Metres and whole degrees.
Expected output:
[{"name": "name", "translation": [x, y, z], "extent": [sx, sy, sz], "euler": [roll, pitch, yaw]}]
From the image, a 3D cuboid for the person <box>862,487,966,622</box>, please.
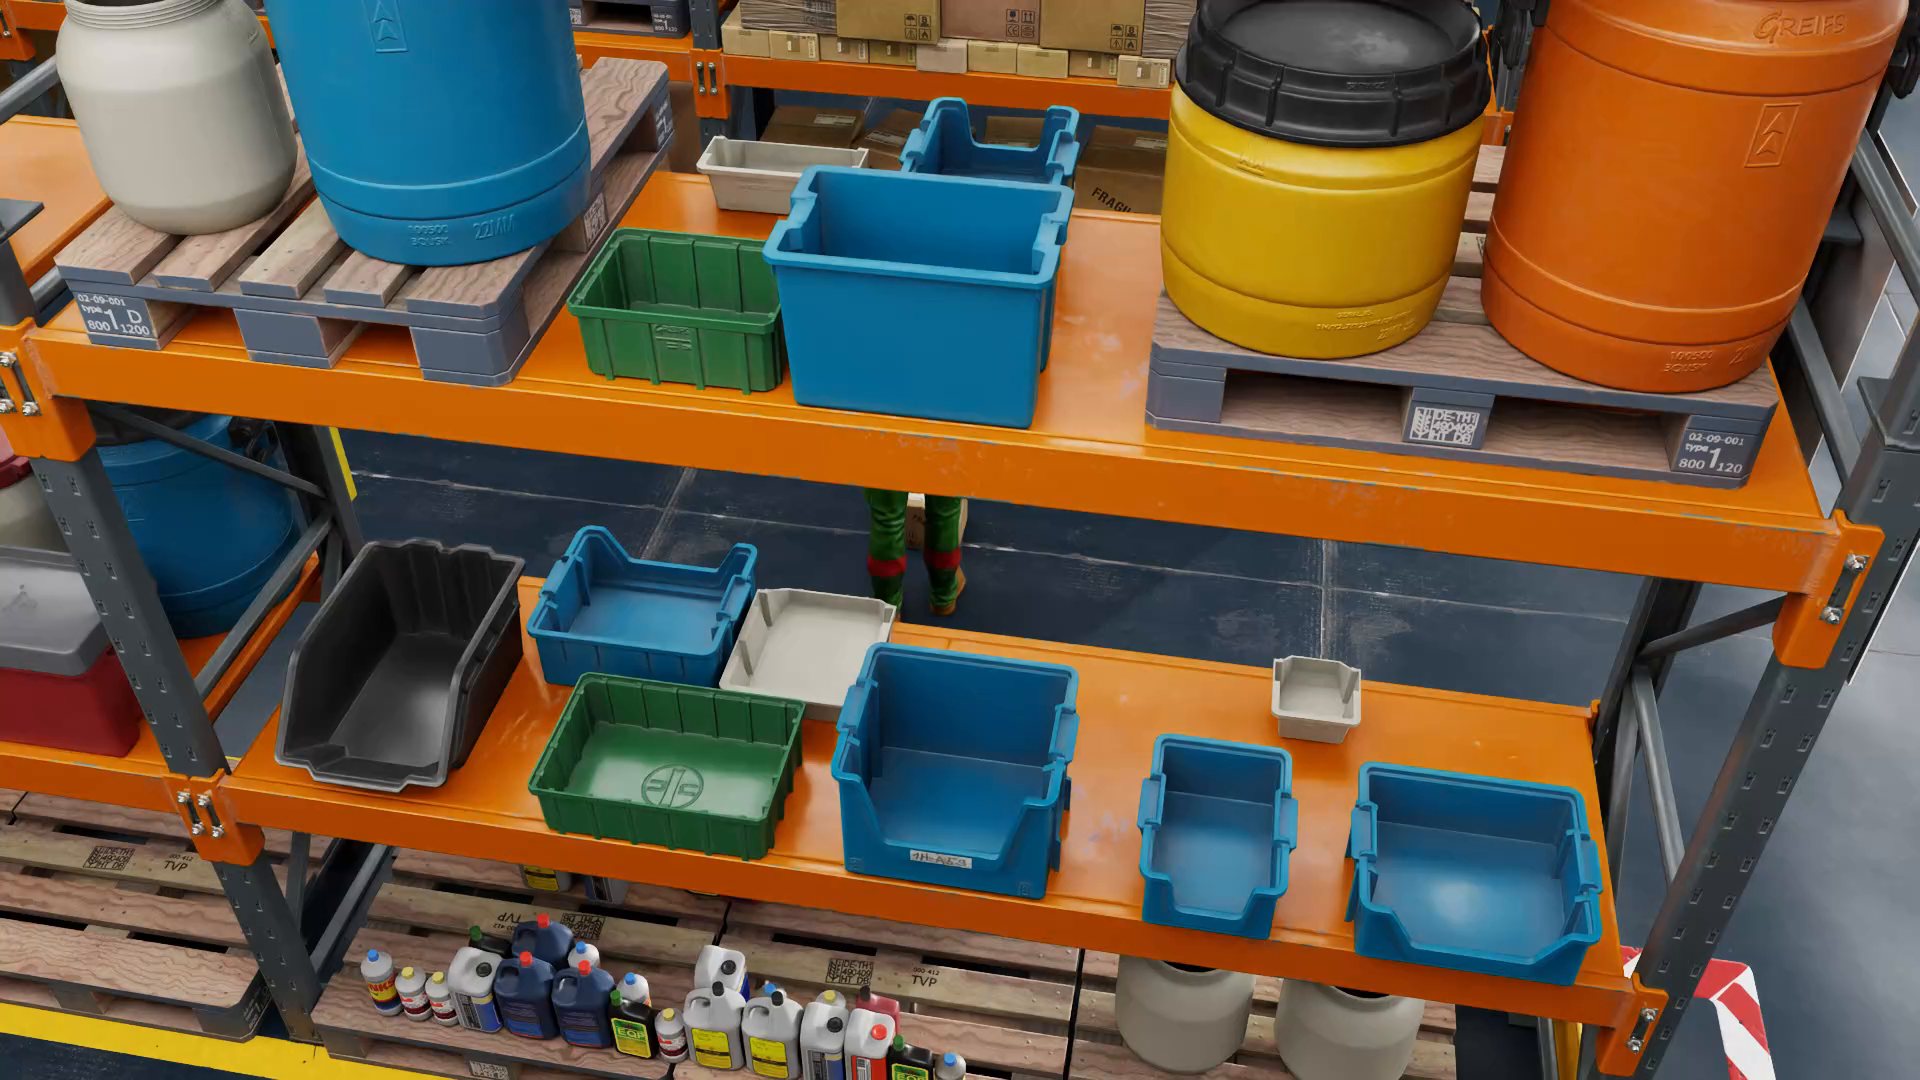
[{"name": "person", "translation": [-0.192, -0.424, 6.645], "extent": [0.523, 1.796, 0.416], "euler": [7, 41, 9]}]
